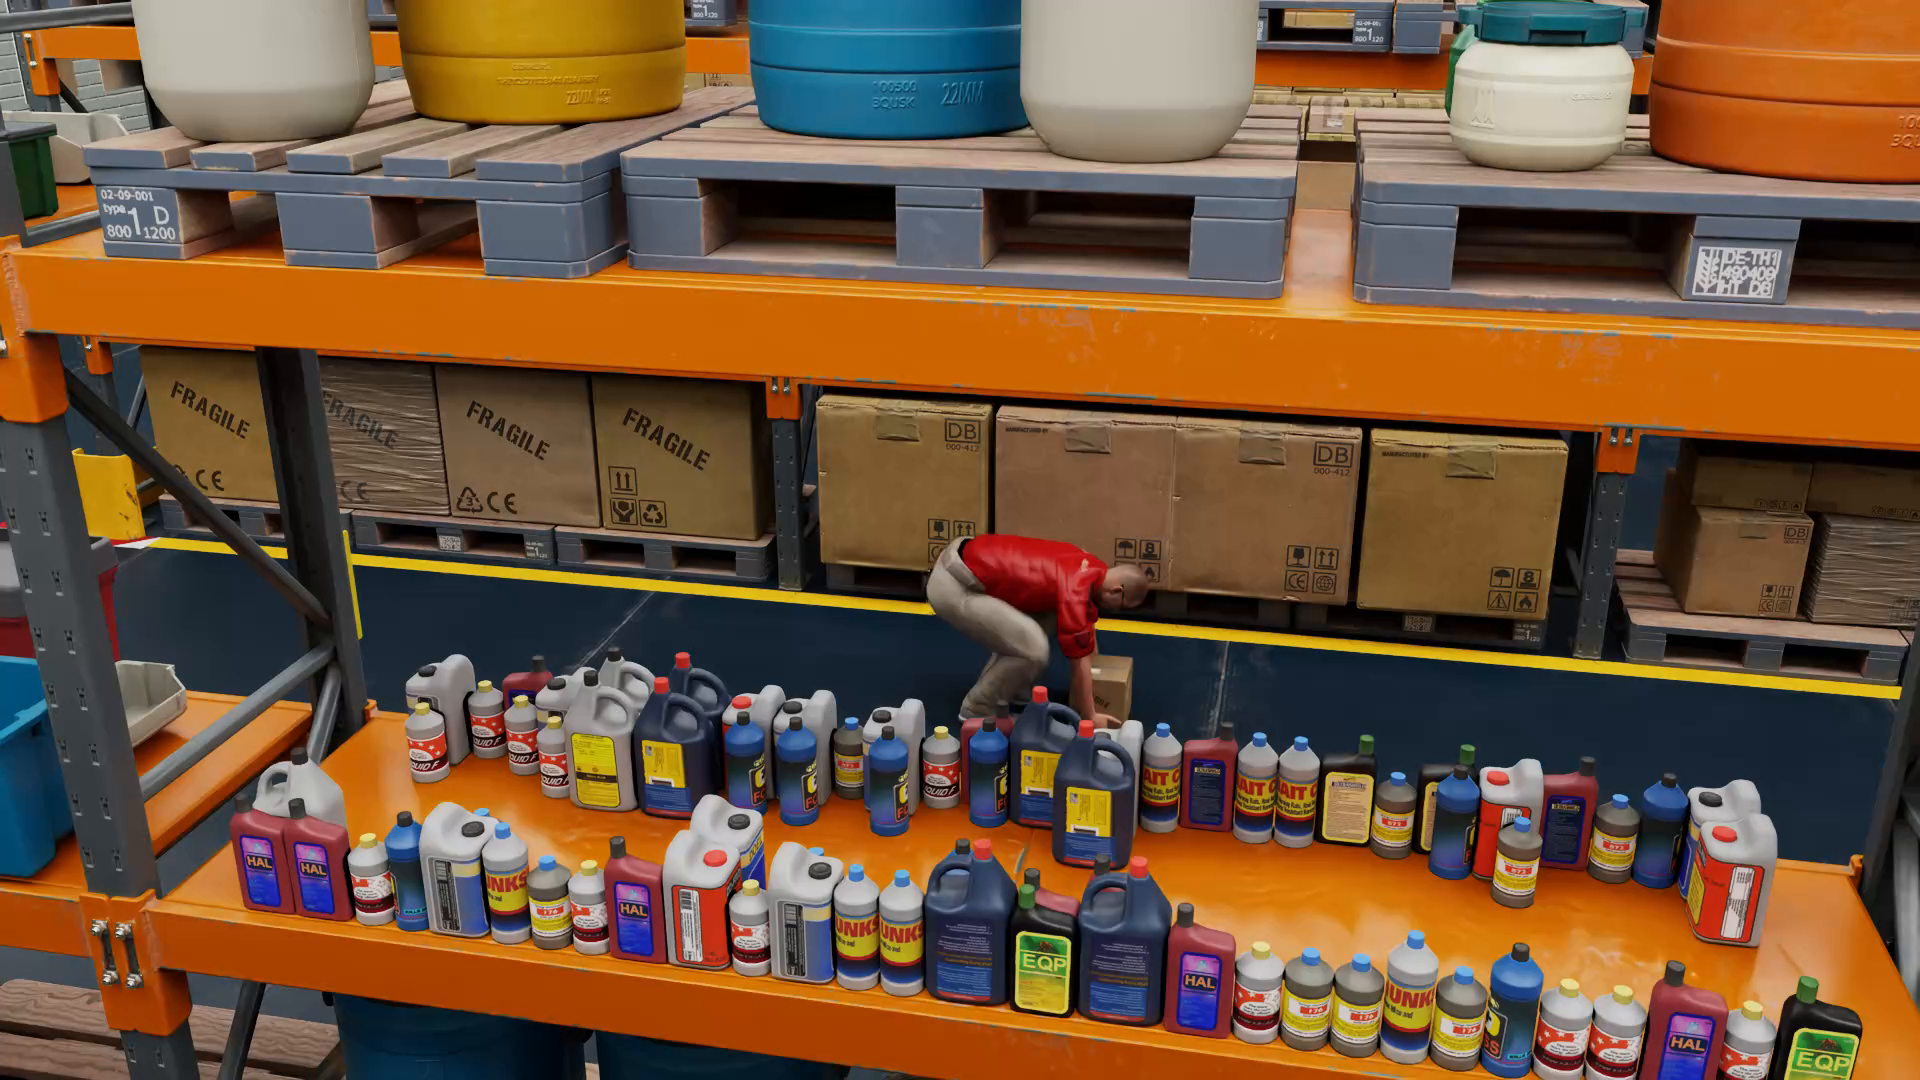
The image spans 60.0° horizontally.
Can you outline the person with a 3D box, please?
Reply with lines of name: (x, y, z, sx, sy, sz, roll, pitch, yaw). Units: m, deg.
person: (0.339, 0.400, 7.325, 0.956, 0.859, 0.528, 3, 22, 7)
